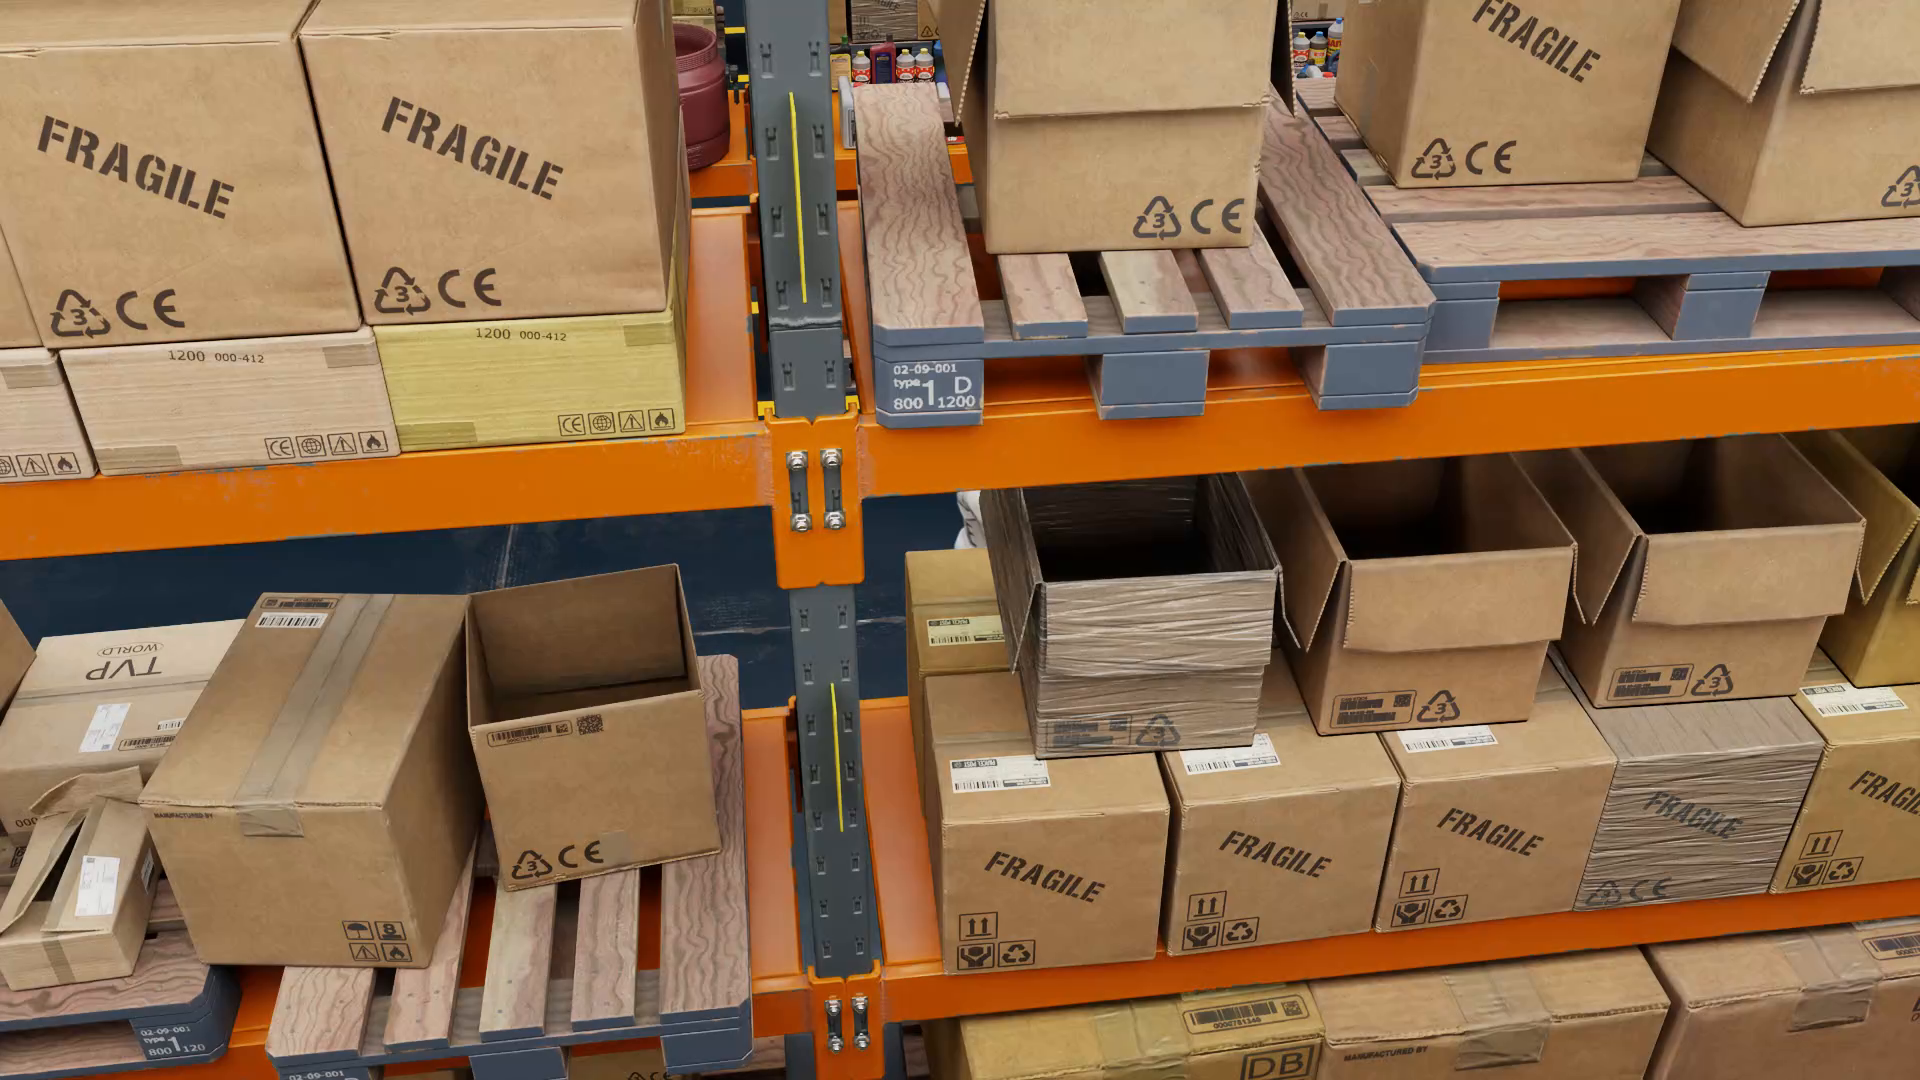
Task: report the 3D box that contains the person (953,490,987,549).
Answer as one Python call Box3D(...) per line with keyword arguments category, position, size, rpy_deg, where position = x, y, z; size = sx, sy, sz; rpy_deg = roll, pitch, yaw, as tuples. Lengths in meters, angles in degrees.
Box3D(category="person", position=(0.195, 0.151, 5.903), size=(0.554, 1.688, 0.463), rpy_deg=(-4, 35, -6))
